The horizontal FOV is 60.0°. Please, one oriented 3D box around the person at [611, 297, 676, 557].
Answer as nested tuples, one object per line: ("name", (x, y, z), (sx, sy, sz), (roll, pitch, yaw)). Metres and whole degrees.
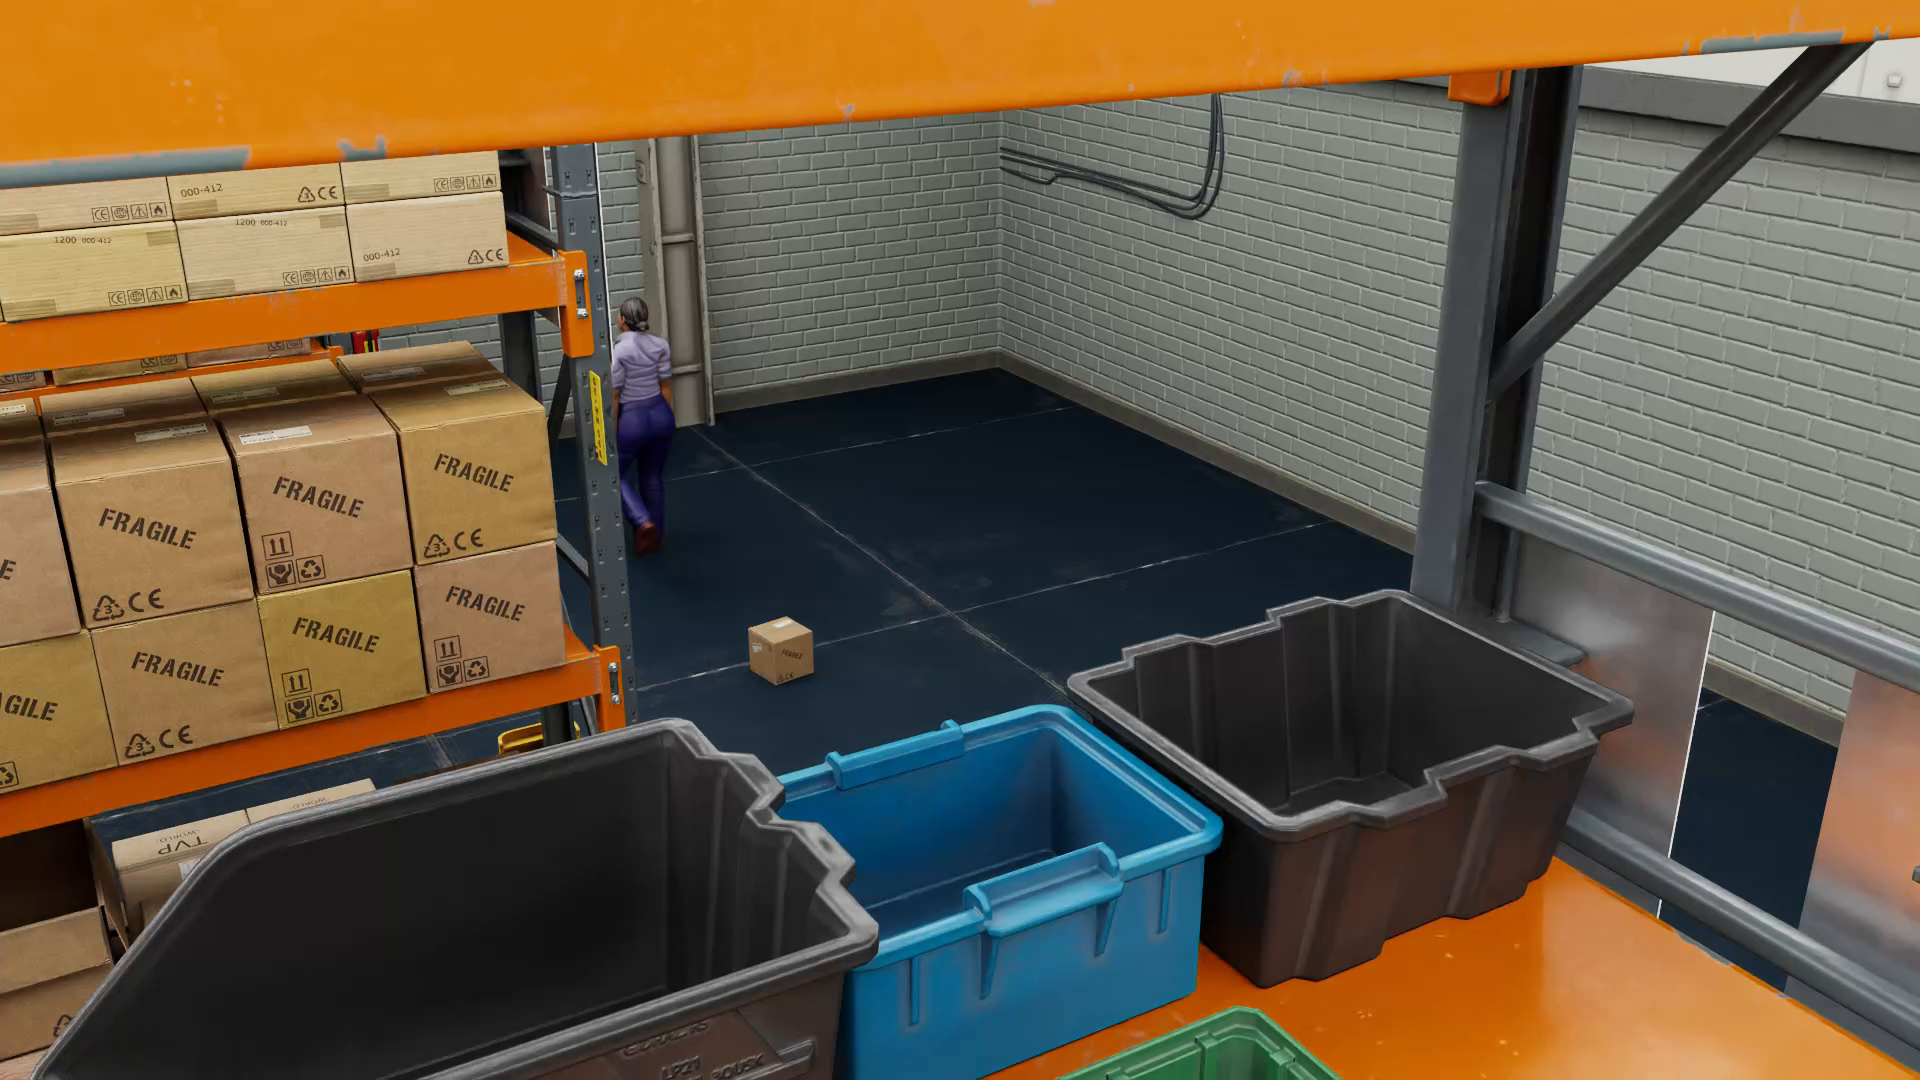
("person", (-1.972, -0.694, 10.278), (0.472, 1.631, 0.481), (-16, 27, -35))
